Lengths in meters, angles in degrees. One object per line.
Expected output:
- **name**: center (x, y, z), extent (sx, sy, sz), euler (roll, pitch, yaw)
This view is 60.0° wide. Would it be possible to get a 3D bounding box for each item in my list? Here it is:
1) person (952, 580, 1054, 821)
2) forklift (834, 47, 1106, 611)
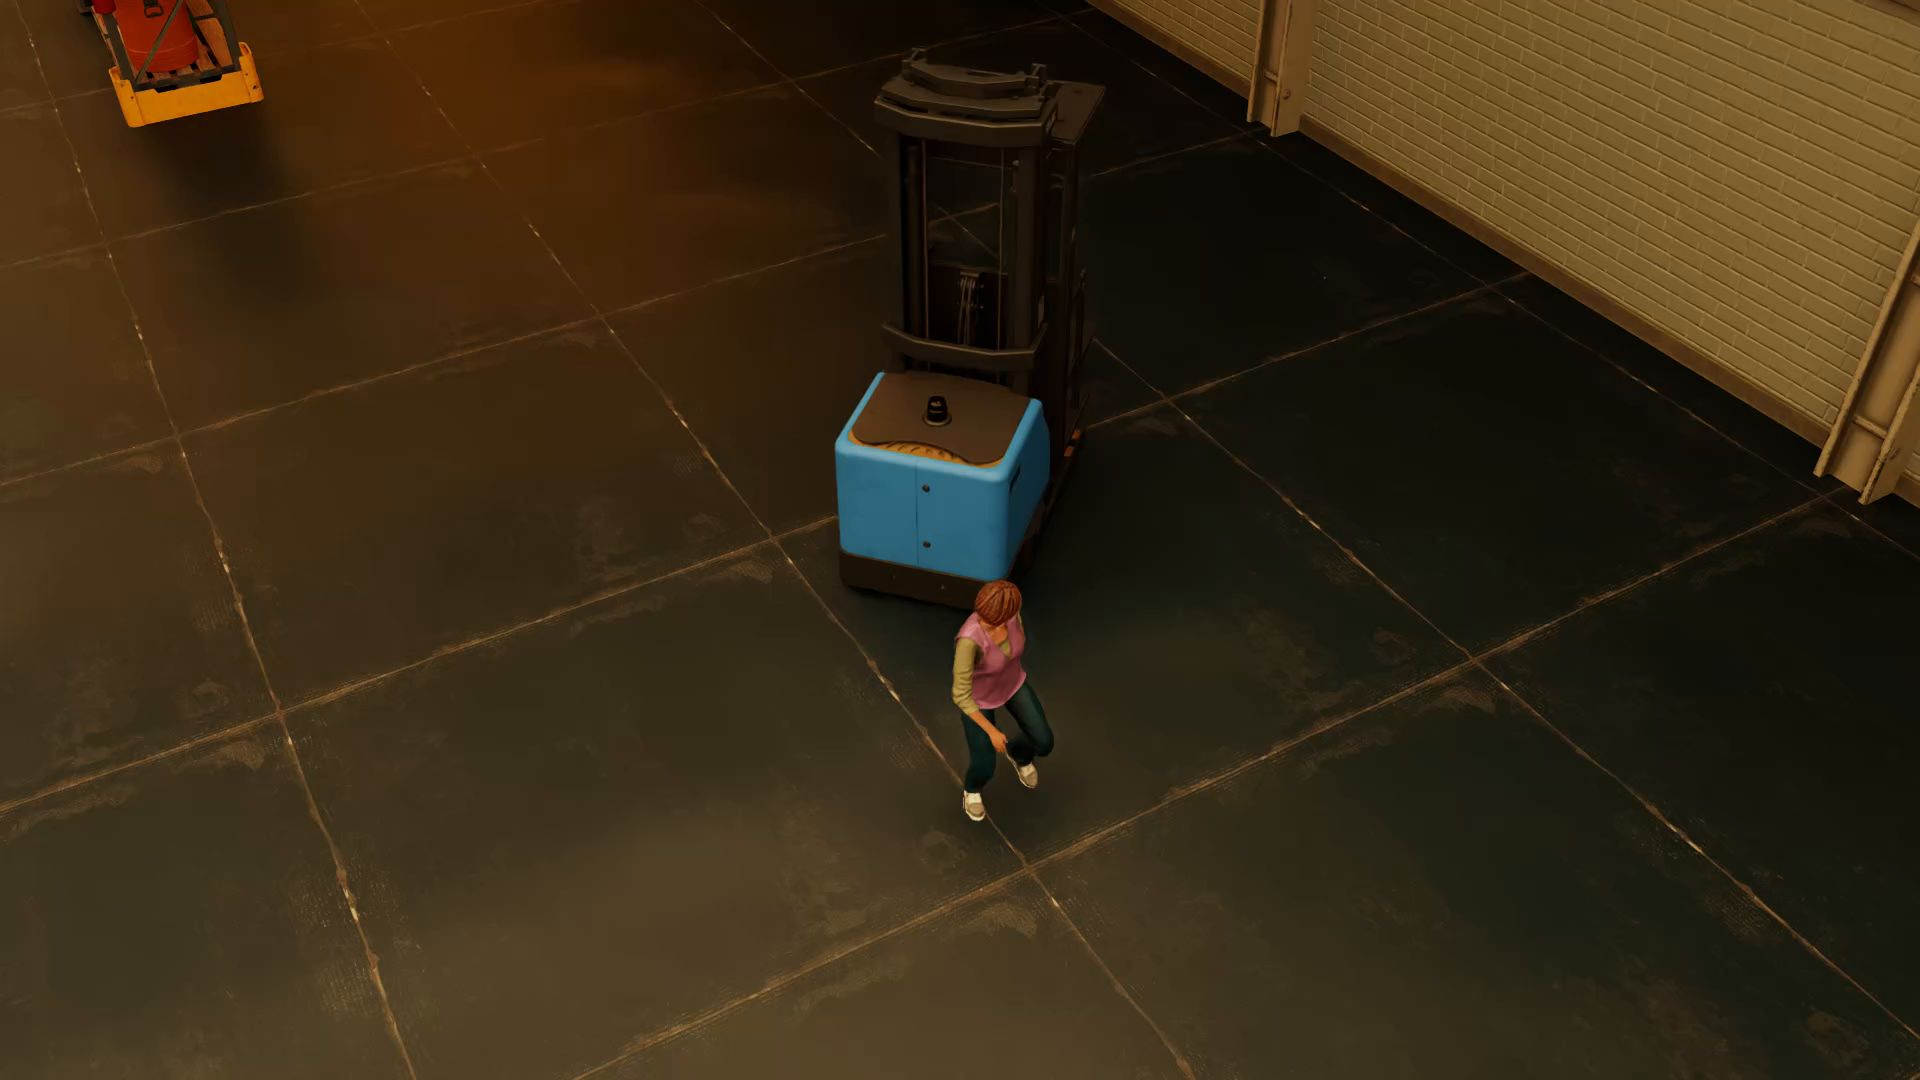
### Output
- **person**: center (0.200, 0.780, 8.226), extent (0.648, 1.502, 0.580), euler (-23, 45, -25)
- **forklift**: center (0.199, -1.648, 10.023), extent (1.130, 2.935, 3.031), euler (11, 41, 13)
